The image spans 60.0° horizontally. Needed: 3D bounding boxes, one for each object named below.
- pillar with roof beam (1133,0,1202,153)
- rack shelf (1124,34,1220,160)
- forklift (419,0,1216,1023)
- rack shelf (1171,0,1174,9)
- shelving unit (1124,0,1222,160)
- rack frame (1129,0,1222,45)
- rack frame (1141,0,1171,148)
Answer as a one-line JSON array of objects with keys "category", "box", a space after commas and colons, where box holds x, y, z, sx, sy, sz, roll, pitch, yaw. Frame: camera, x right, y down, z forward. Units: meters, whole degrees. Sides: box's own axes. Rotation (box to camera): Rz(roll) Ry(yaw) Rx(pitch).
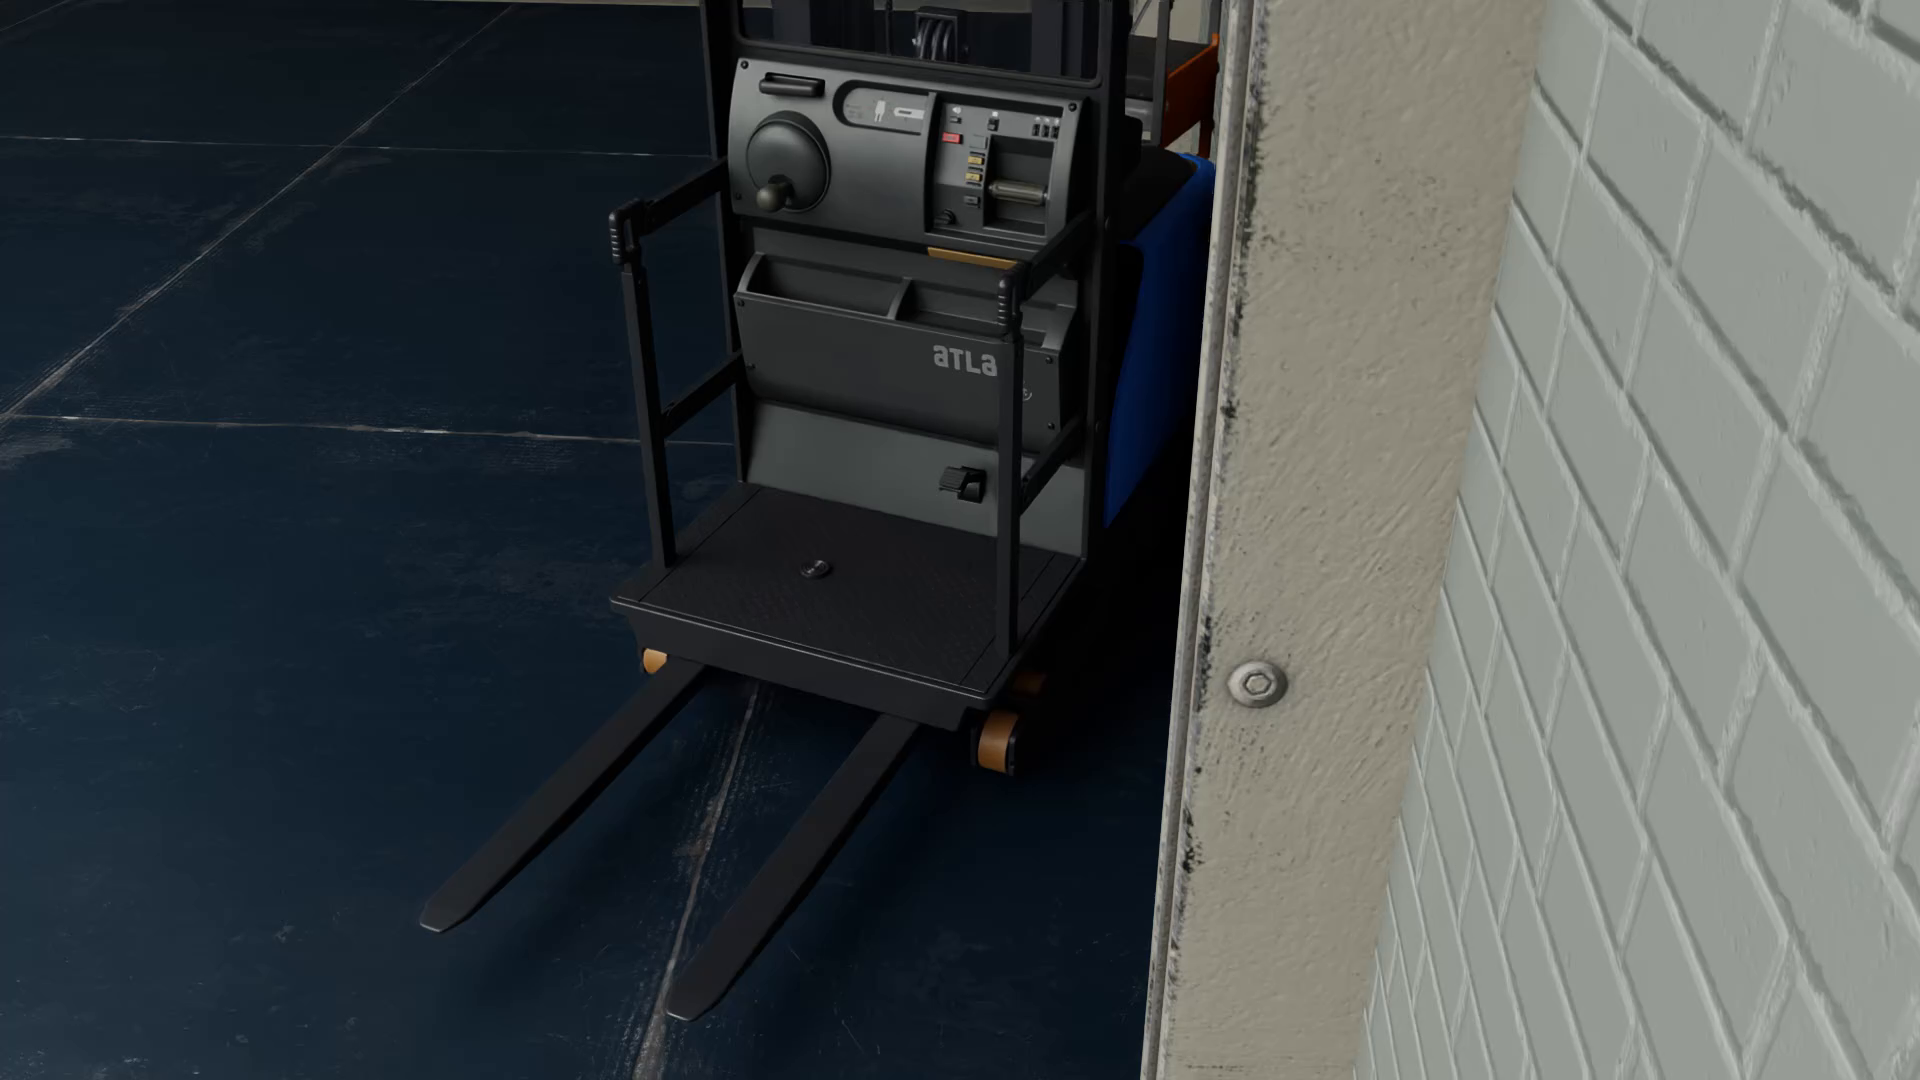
[{"category": "pillar with roof beam", "box": [-3.314, -5.853, 6.170, 9.100, 9.000, 0.400, 2, 32, 4]}, {"category": "rack shelf", "box": [0.566, -1.388, 5.523, 0.431, 0.518, 0.480, 15, 34, 23]}, {"category": "forklift", "box": [-0.233, -0.904, 3.924, 1.130, 2.935, 3.031, 13, 34, 20]}, {"category": "rack shelf", "box": [0.568, -1.986, 5.159, 0.431, 0.518, 0.480, 15, 34, 23]}, {"category": "shelving unit", "box": [0.566, -1.399, 5.516, 0.431, 2.100, 0.503, 15, 34, 23]}, {"category": "rack frame", "box": [0.676, -1.512, 5.702, 0.400, 2.100, 0.015, 15, 34, 23]}, {"category": "rack frame", "box": [0.456, -1.287, 5.329, 0.400, 2.100, 0.015, 15, 34, 23]}]
